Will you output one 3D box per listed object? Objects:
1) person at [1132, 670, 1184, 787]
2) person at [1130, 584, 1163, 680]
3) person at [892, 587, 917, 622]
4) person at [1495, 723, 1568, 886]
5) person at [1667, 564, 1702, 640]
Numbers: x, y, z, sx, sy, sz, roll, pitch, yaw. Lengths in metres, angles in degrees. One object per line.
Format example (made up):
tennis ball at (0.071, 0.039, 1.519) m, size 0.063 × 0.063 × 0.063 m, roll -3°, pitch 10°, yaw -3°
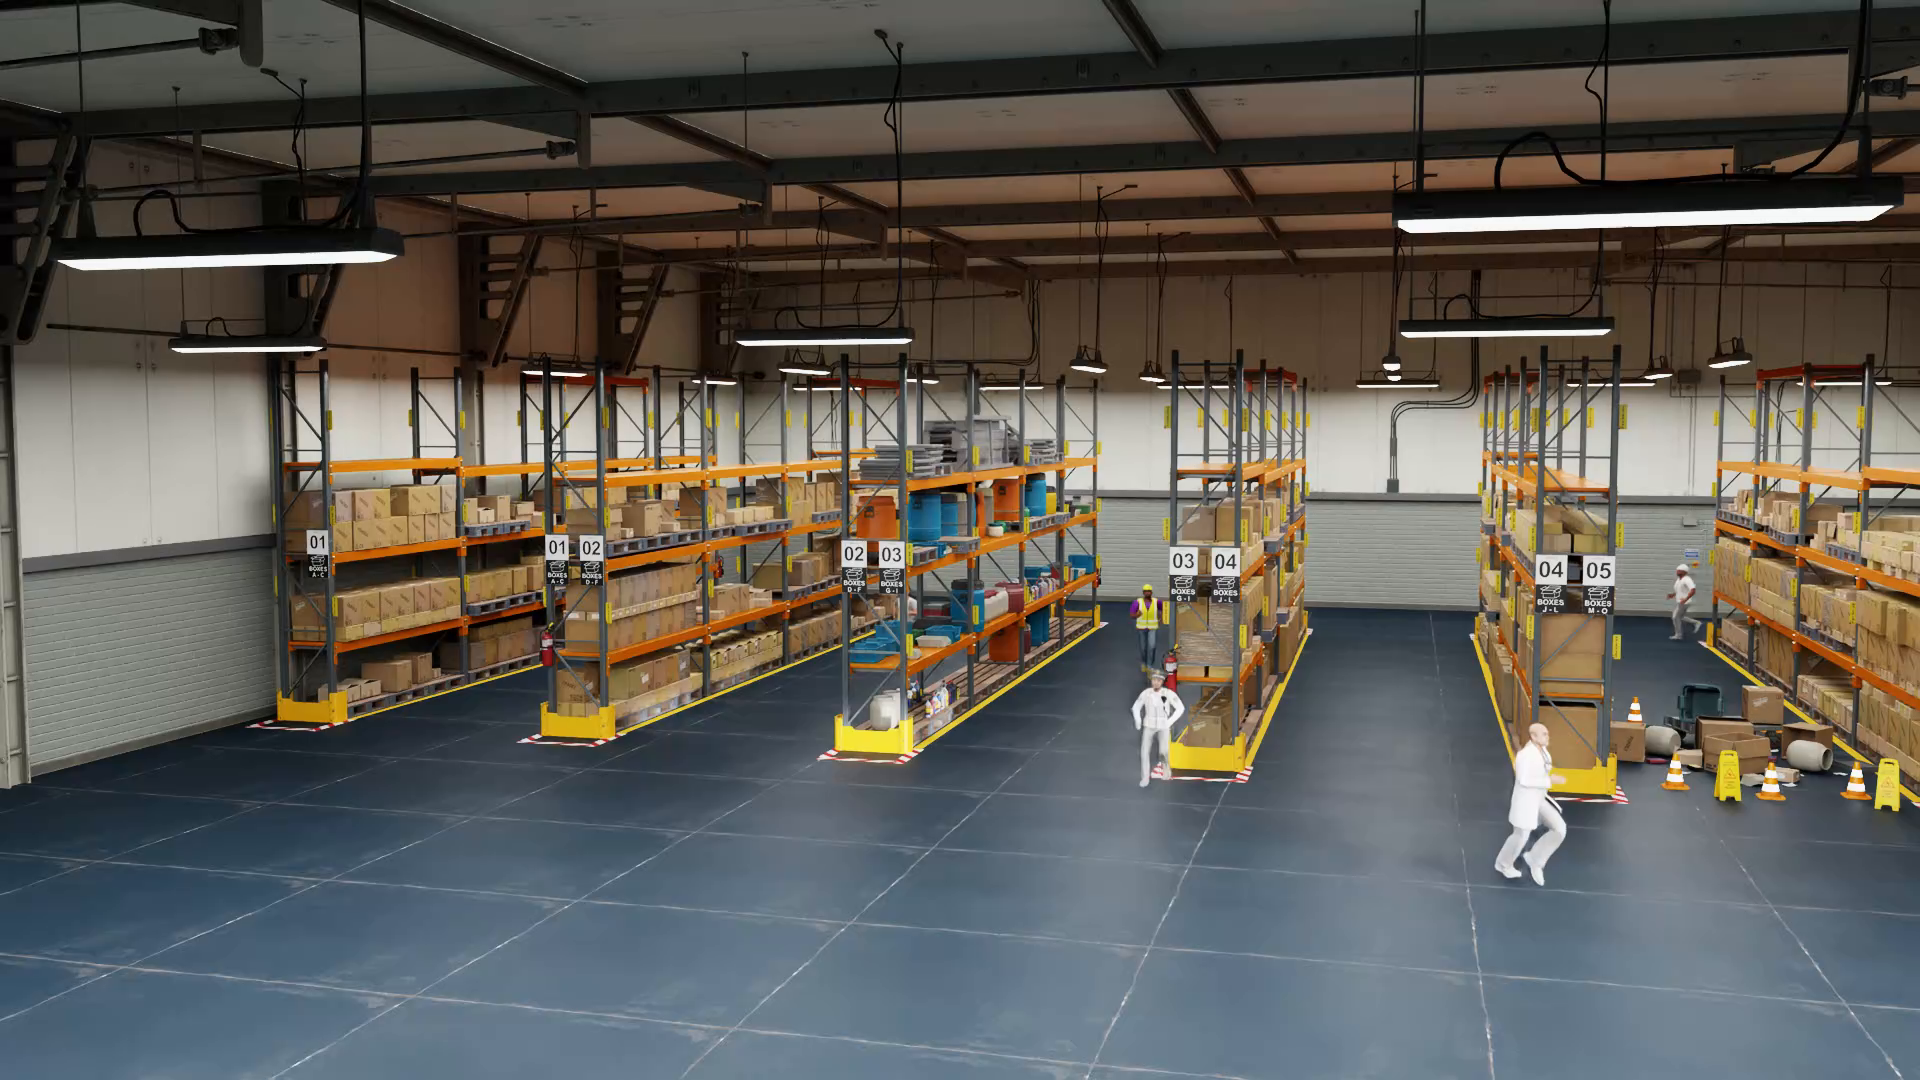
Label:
person at (2.693, 2.586, 22.690) m, size 0.712 × 1.656 × 0.513 m, roll 1°, pitch 4°, yaw 11°
person at (3.650, 1.765, 32.460) m, size 0.682 × 1.808 × 0.807 m, roll 1°, pitch 4°, yaw 8°
person at (-1.117, 1.750, 33.549) m, size 0.538 × 1.724 × 0.767 m, roll 1°, pitch 4°, yaw 9°
person at (6.154, 2.830, 17.891) m, size 0.753 × 1.763 × 0.881 m, roll -4°, pitch 5°, yaw -40°
person at (16.585, 1.417, 37.935) m, size 0.747 × 1.722 × 0.688 m, roll 1°, pitch 4°, yaw 7°
